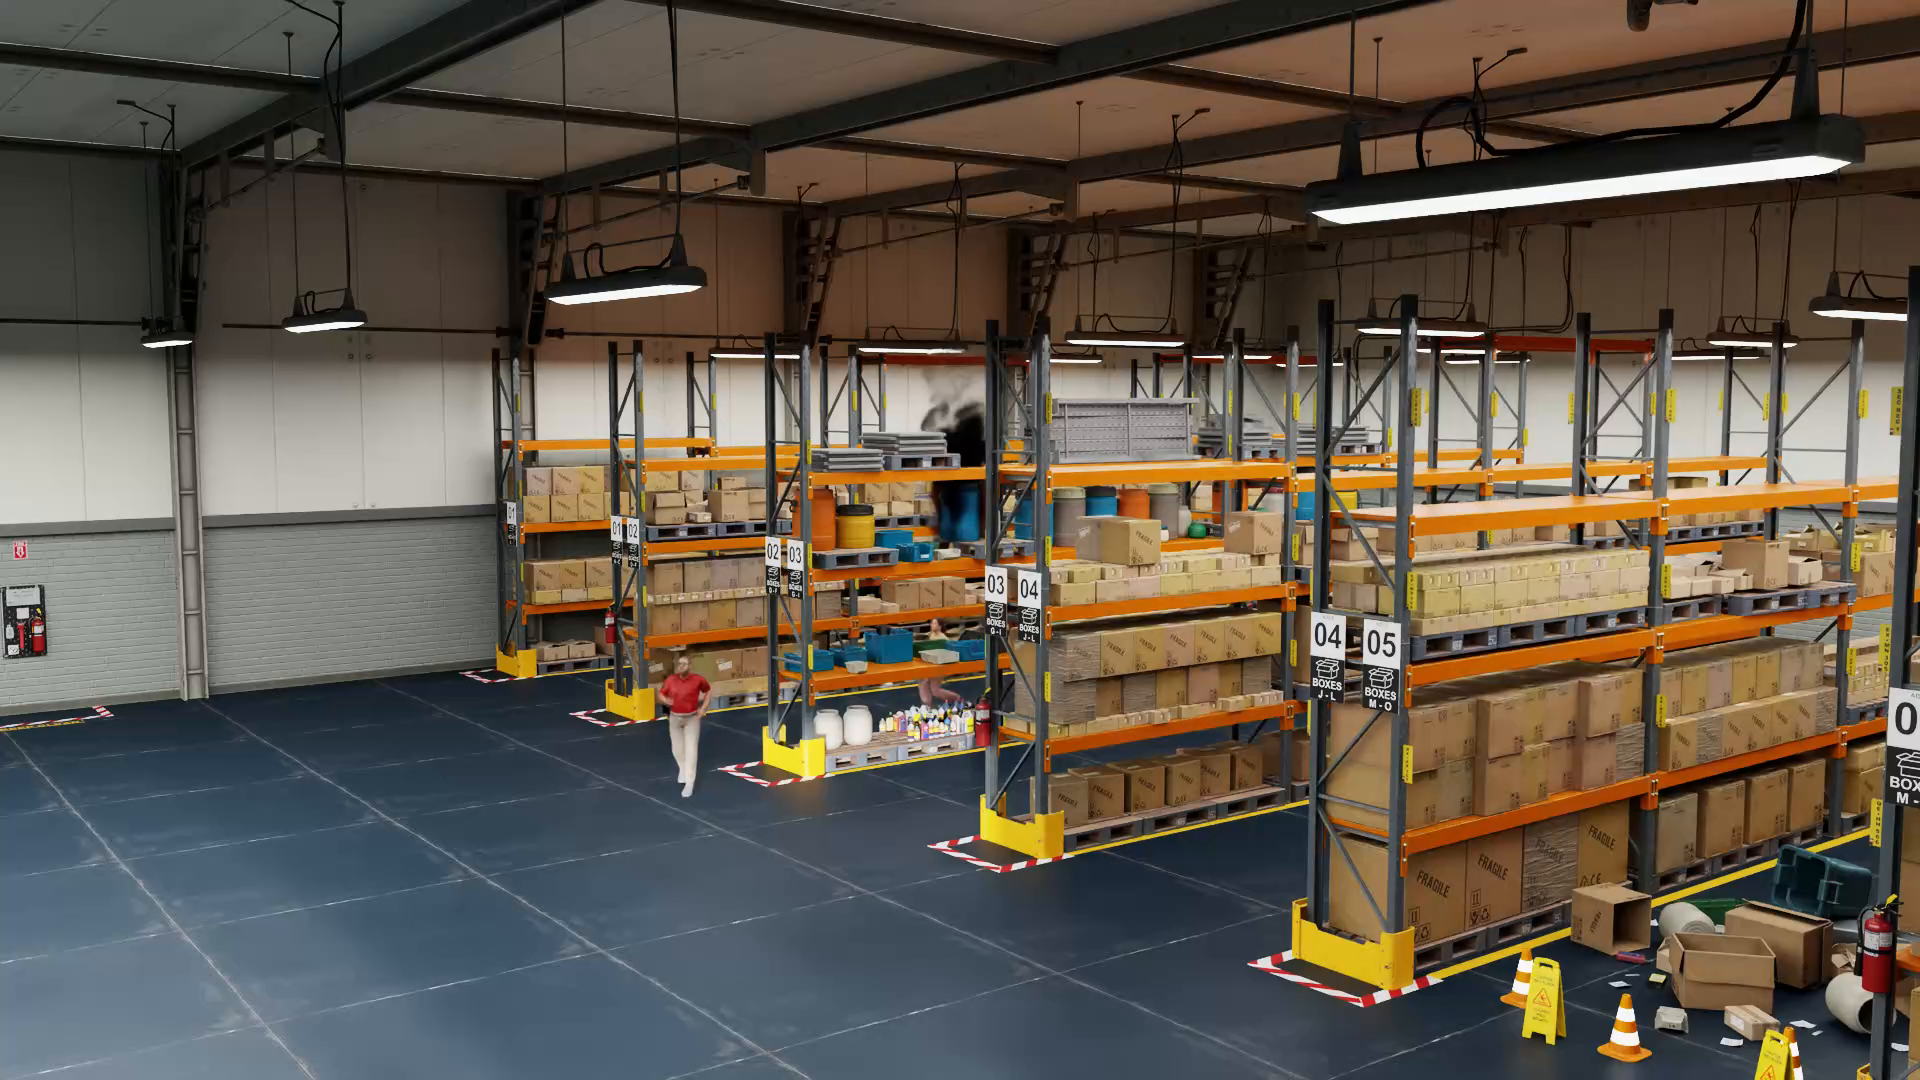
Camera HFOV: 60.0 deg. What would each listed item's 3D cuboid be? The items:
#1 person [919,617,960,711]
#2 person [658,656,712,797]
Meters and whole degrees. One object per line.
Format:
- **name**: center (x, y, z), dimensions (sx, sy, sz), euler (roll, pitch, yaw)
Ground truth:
- **person**: center (-0.358, 2.028, 26.449), dimensions (0.752, 1.628, 0.586), euler (-3, 6, -34)
- **person**: center (-3.613, 2.395, 21.724), dimensions (0.665, 1.763, 0.863), euler (1, 5, 7)
